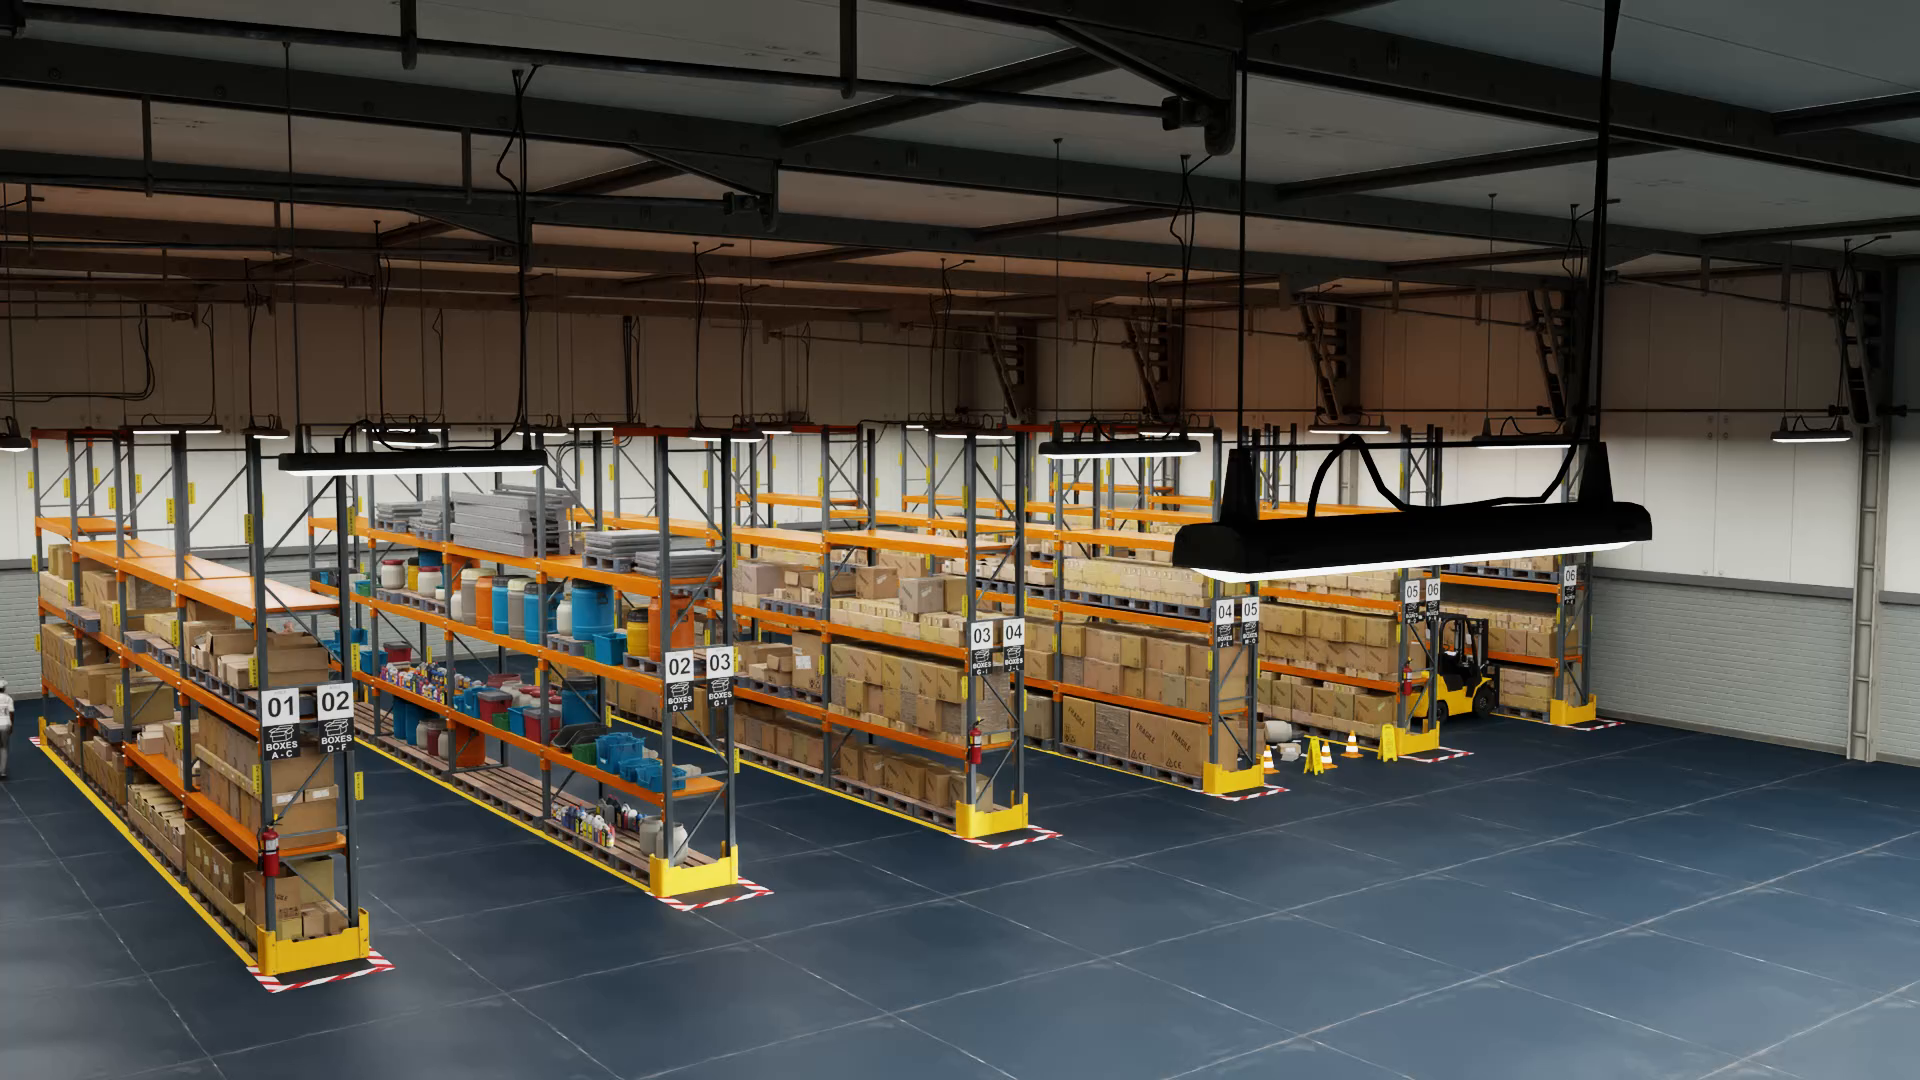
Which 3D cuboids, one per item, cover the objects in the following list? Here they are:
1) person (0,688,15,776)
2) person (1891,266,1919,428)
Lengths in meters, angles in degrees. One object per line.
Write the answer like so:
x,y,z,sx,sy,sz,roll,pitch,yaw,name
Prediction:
-16.559,3.274,28.652,0.501,1.631,0.610,-3,5,-34,person
13.070,-0.675,31.999,19.612,9.013,1.507,4,6,40,person
